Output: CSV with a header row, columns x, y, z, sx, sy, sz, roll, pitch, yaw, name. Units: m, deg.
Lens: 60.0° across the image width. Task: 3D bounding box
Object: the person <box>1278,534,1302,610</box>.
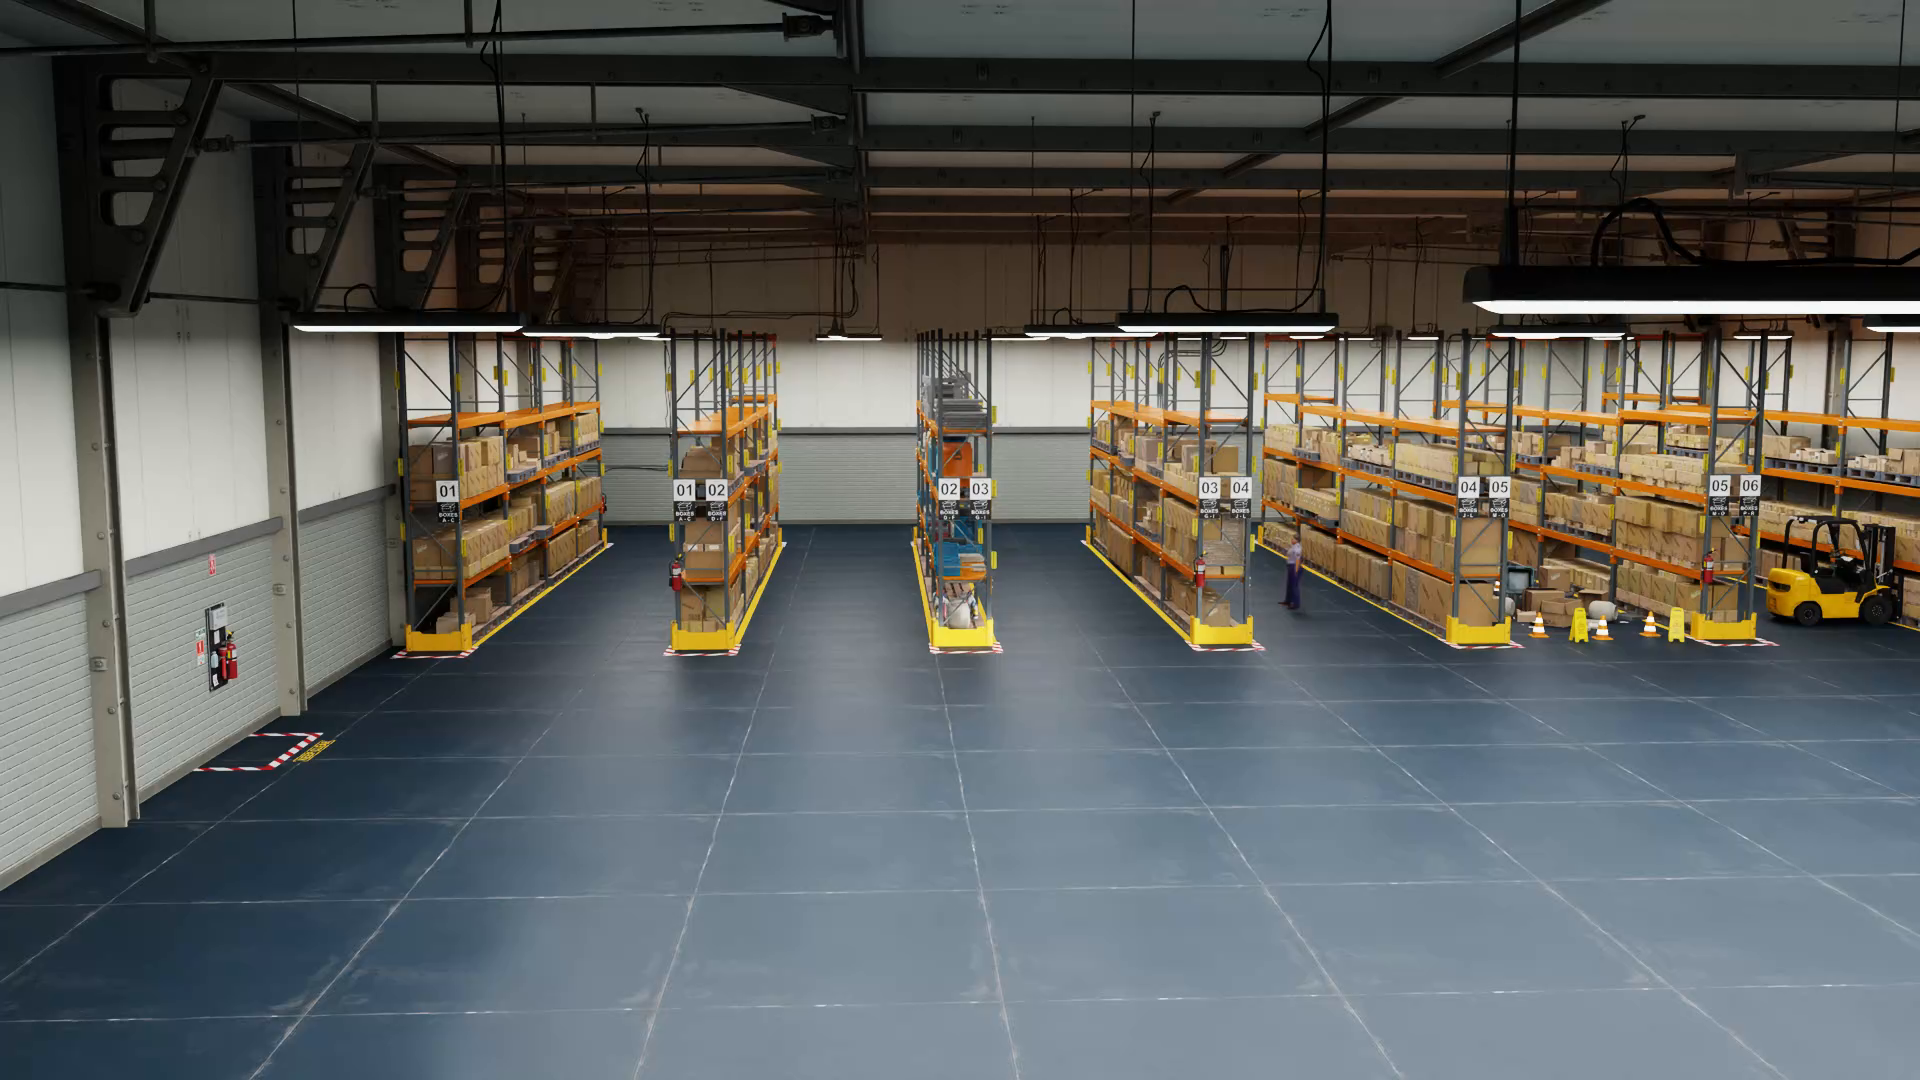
x,y,z,sx,sy,sz,roll,pitch,yaw,name
7.157,0.664,36.114,0.536,1.645,0.567,2,7,18,person
